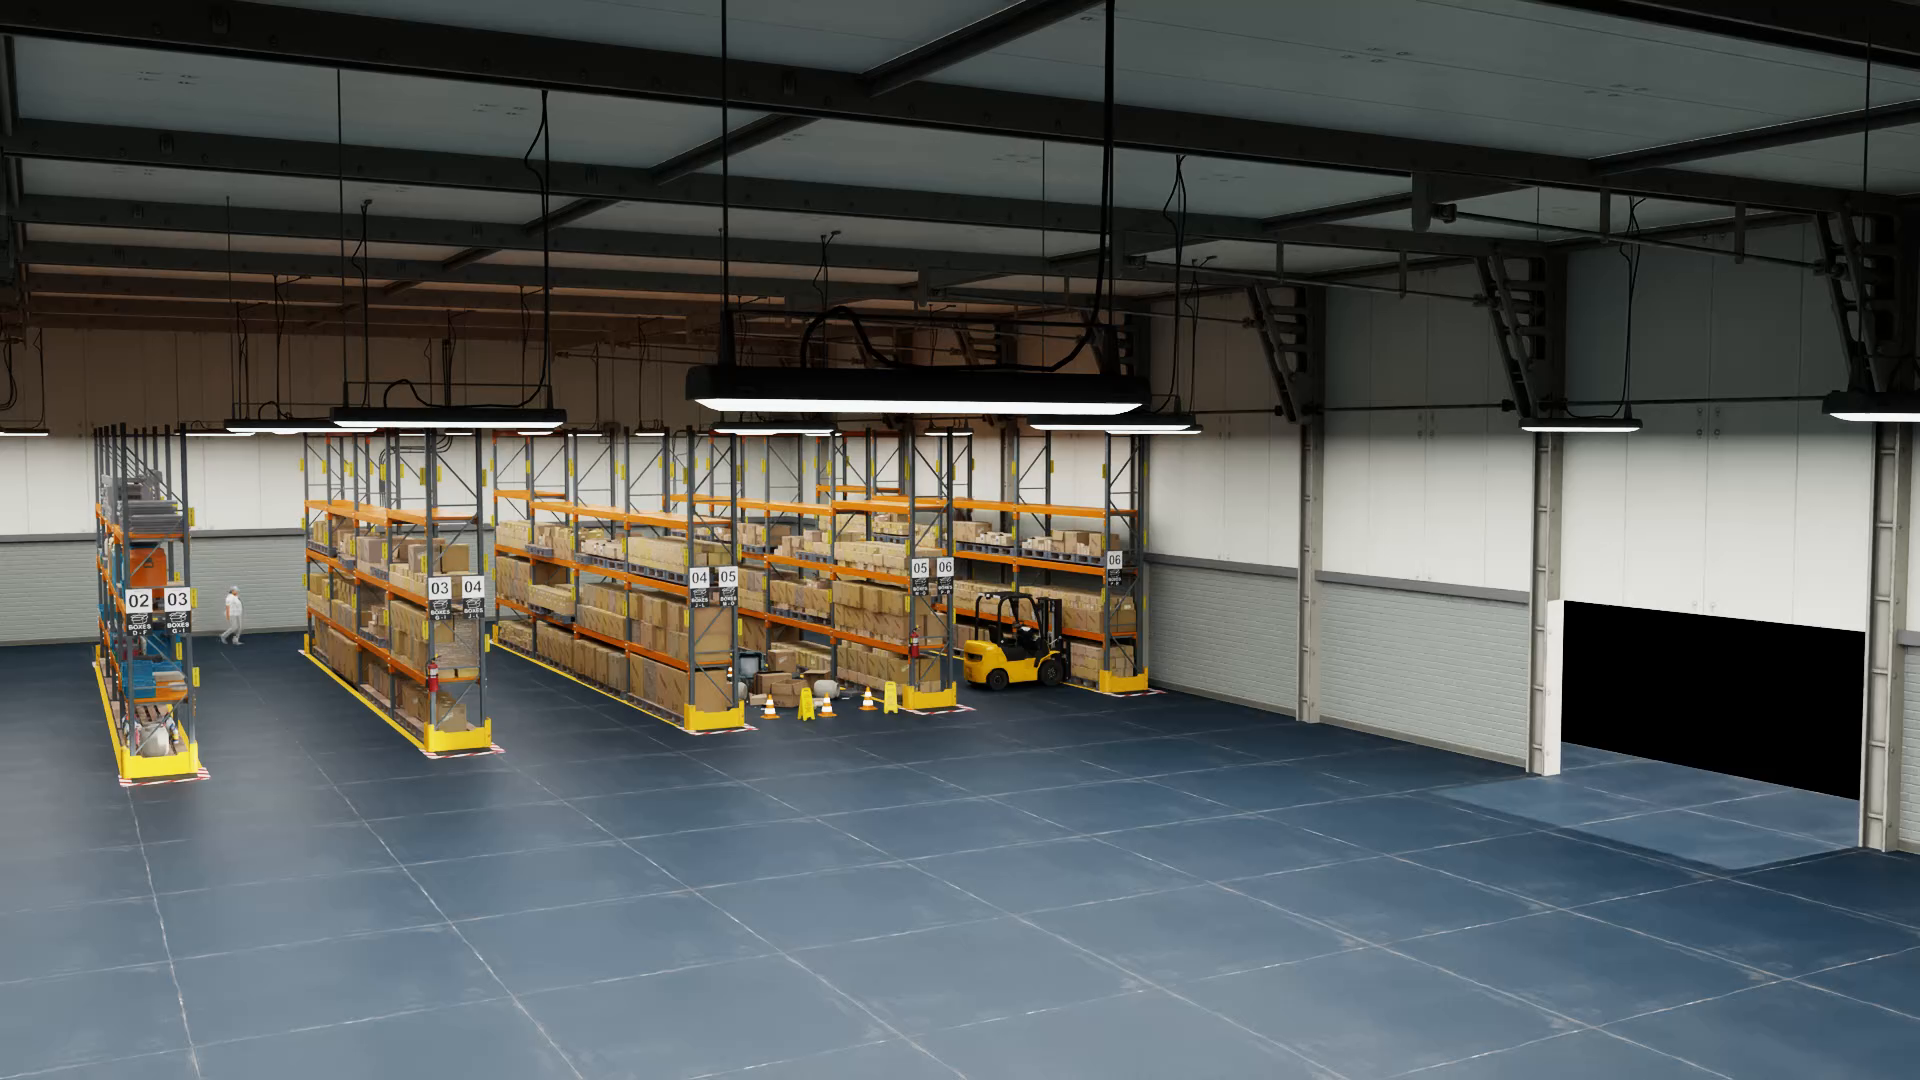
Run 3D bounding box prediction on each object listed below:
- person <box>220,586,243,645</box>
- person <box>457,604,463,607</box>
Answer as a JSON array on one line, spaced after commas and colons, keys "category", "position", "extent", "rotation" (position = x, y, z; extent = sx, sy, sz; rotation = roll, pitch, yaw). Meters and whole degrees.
[{"category": "person", "position": [-20.192, 2.103, 46.161], "extent": [0.486, 1.643, 0.512], "rotation": [0, 3, 6]}, {"category": "person", "position": [-12.922, 2.304, 43.148], "extent": [0.402, 1.601, 0.928], "rotation": [-2, 4, -24]}]
